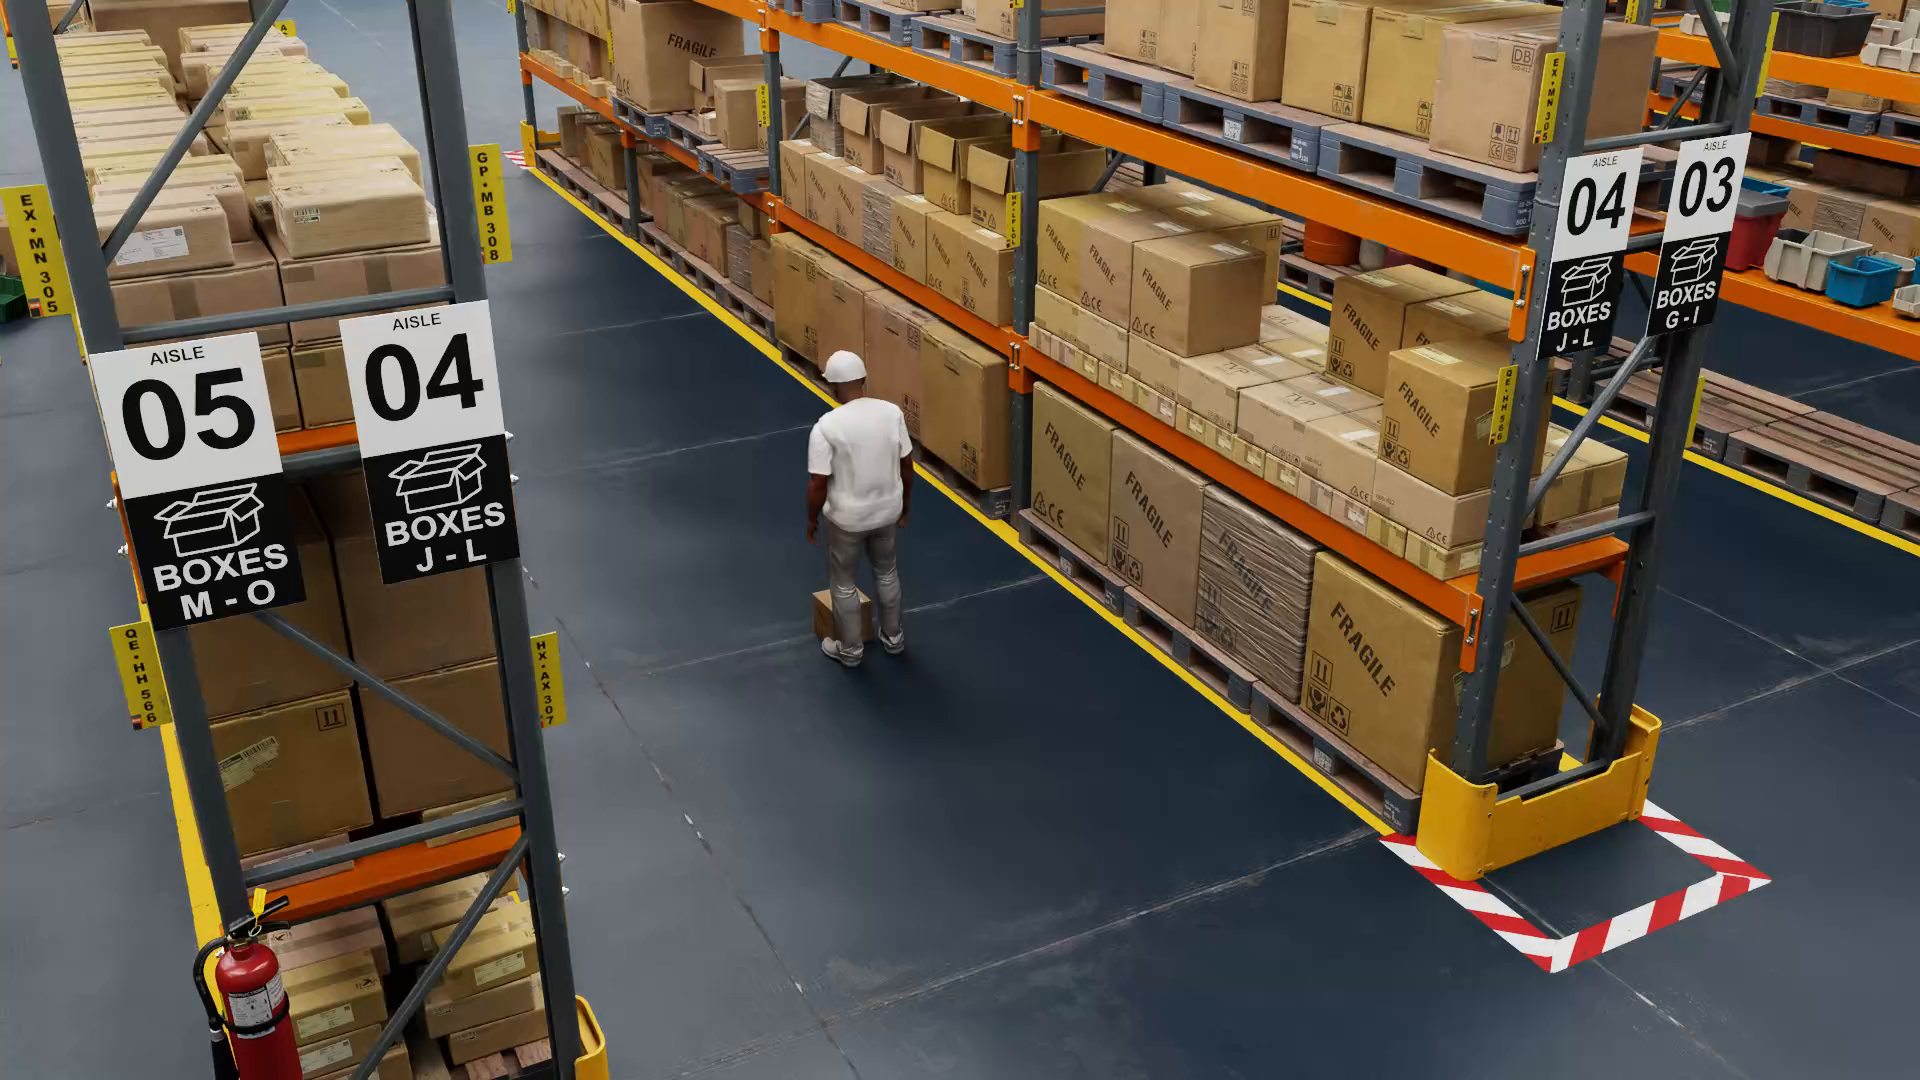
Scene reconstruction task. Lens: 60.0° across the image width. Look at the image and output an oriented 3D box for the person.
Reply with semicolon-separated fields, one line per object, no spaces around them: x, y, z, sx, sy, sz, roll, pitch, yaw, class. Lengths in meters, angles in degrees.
-0.542;-0.163;8.932;0.626;1.760;0.458;-14;29;-27;person
